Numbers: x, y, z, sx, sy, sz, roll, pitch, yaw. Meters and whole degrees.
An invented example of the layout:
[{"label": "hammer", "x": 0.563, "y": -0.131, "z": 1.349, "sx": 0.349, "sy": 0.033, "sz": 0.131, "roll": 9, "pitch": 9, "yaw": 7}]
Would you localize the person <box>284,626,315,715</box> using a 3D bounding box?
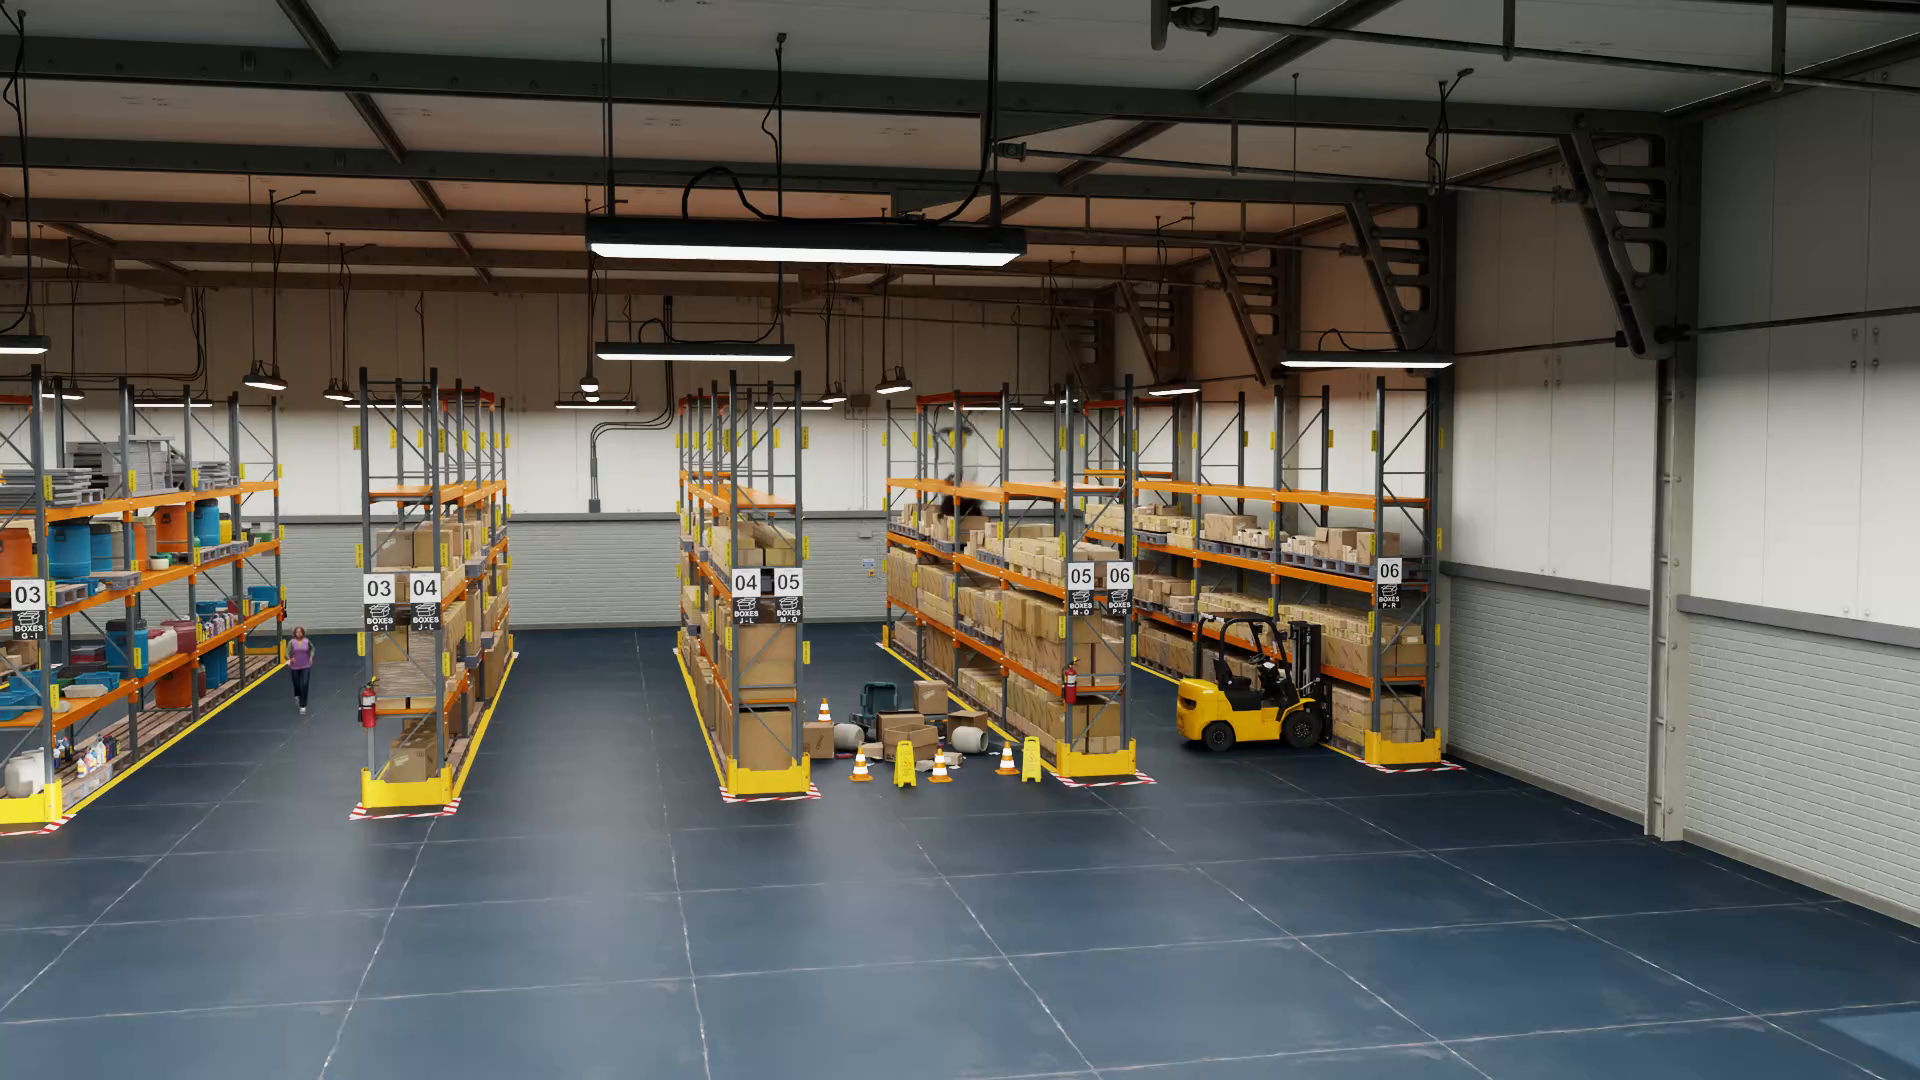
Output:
[{"label": "person", "x": -12.181, "y": 2.382, "z": 30.699, "sx": 0.538, "sy": 1.600, "sz": 0.856, "roll": -2, "pitch": 4, "yaw": -24}]
